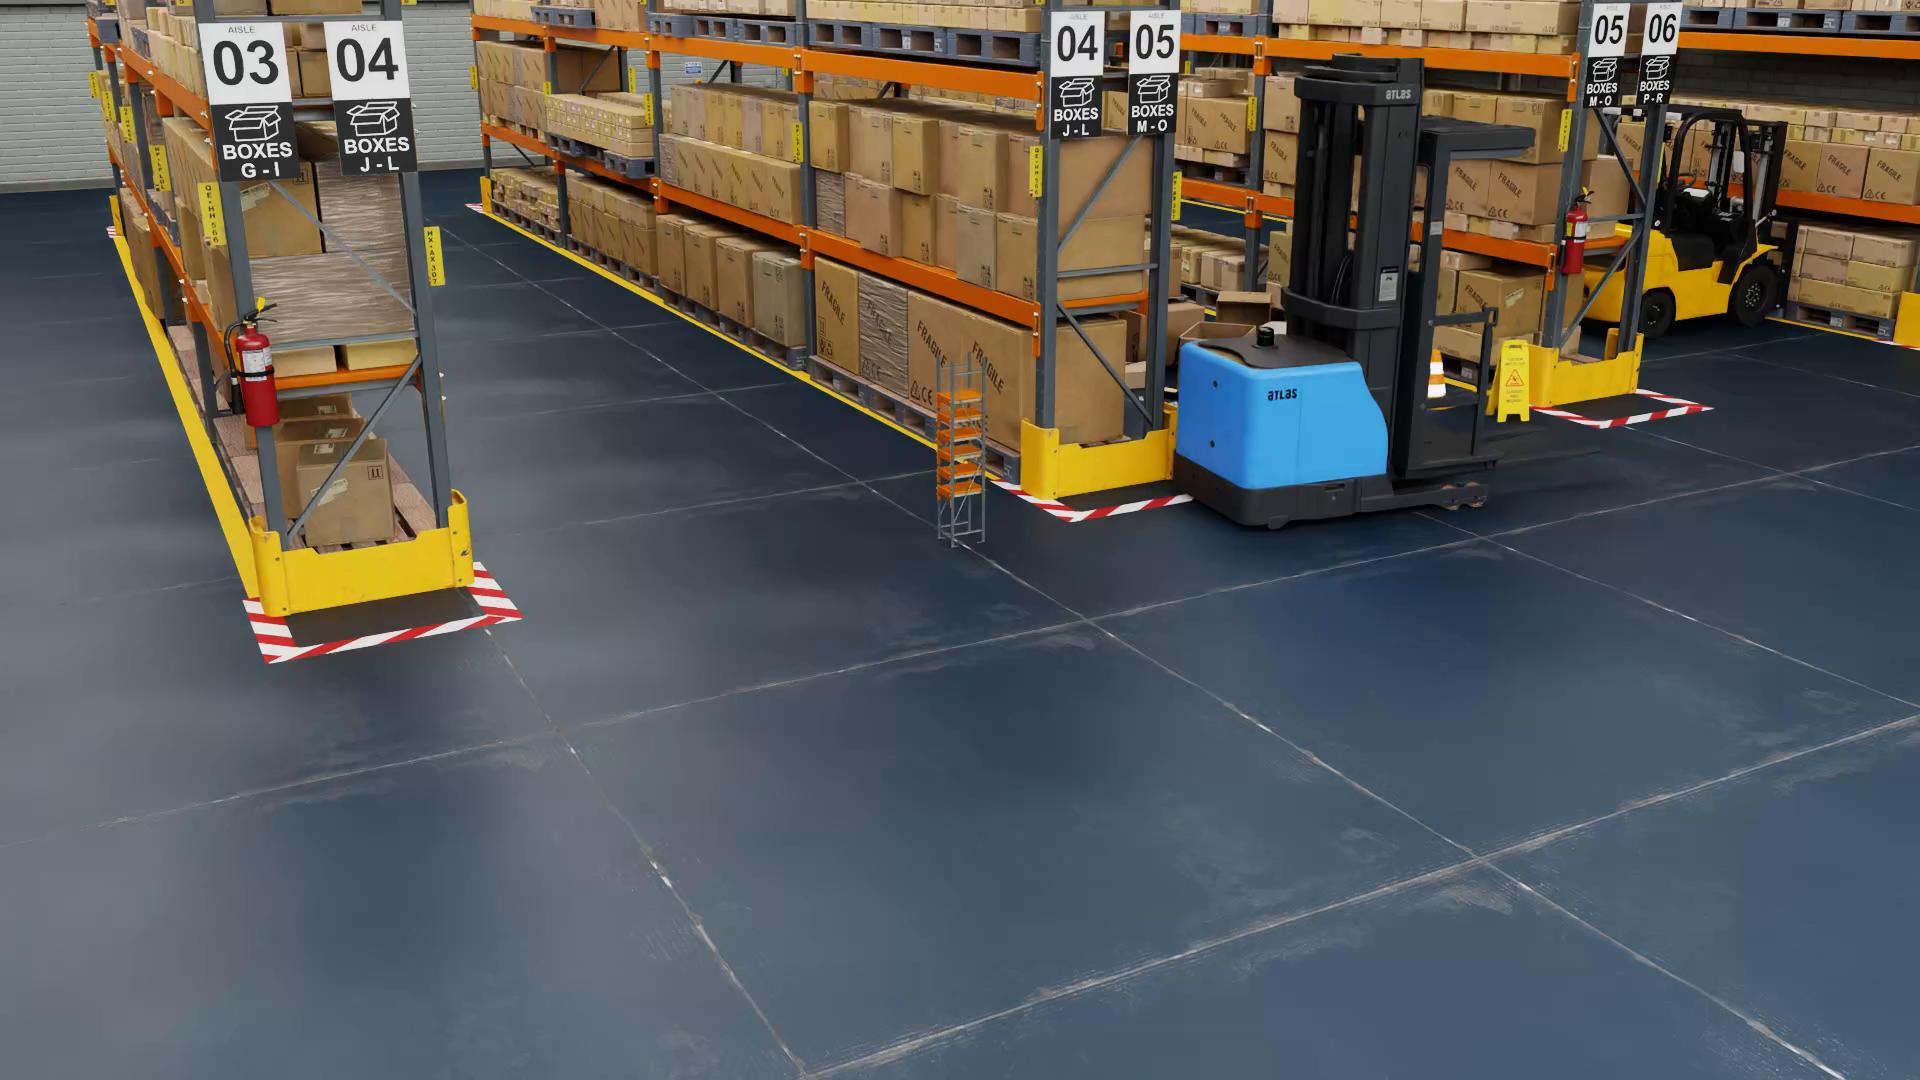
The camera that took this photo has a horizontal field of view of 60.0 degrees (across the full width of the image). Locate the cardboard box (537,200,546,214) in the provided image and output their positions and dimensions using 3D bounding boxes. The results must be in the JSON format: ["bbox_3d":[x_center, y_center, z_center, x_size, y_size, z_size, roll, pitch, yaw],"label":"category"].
[{"bbox_3d":[-5.425,-4.461,22.231,0.380,0.149,0.250,-11,22,-29],"label":"cardboard box"}]

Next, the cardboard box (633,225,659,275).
[{"bbox_3d":[-3.357,-3.295,18.770,0.500,0.500,0.500,-10,21,-27],"label":"cardboard box"}]

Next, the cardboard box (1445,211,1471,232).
[{"bbox_3d":[4.458,-2.786,14.492,0.380,0.149,0.250,-10,21,-26],"label":"cardboard box"}]

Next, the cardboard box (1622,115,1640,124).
[{"bbox_3d":[7.680,-4.769,18.705,0.380,0.149,0.250,-10,22,-28],"label":"cardboard box"}]

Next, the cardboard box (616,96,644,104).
[{"bbox_3d":[-3.977,-5.327,20.300,0.380,0.149,0.250,-10,21,-27],"label":"cardboard box"}]

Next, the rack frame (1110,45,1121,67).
[{"bbox_3d":[1.494,-4.925,20.307,1.000,3.000,0.127,-10,21,-27],"label":"rack frame"}]

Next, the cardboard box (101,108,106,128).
[{"bbox_3d":[-11.036,-5.577,21.969,0.500,0.250,0.500,-11,22,-28],"label":"cardboard box"}]

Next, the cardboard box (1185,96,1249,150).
[{"bbox_3d":[2.736,-4.403,17.539,0.500,0.500,0.500,-10,21,-26],"label":"cardboard box"}]

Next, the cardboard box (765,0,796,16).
[{"bbox_3d":[-1.391,-4.752,14.639,0.500,0.250,0.500,-10,21,-26],"label":"cardboard box"}]

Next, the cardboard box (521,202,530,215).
[{"bbox_3d":[-5.900,-4.635,23.192,0.380,0.149,0.250,-10,21,-27],"label":"cardboard box"}]

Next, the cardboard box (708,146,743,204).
[{"bbox_3d":[-2.121,-3.573,16.233,0.500,0.500,0.500,-10,22,-27],"label":"cardboard box"}]

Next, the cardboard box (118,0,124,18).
[{"bbox_3d":[-6.993,-4.771,14.341,0.500,0.500,0.500,-10,21,-26],"label":"cardboard box"}]

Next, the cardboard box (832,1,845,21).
[{"bbox_3d":[-0.799,-4.223,13.262,0.380,0.149,0.250,-10,21,-27],"label":"cardboard box"}]

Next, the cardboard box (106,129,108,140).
[{"bbox_3d":[-11.025,-5.342,21.899,0.380,0.149,0.250,-10,22,-27],"label":"cardboard box"}]

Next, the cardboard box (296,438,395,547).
[{"bbox_3d":[-3.710,-0.293,10.069,0.500,0.500,0.500,-6,20,-17],"label":"cardboard box"}]

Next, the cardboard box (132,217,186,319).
[{"bbox_3d":[-7.537,-2.786,16.720,1.225,0.875,0.875,-11,22,-29],"label":"cardboard box"}]

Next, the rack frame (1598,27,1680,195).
[{"bbox_3d":[7.760,-4.547,19.211,1.000,3.000,0.127,-10,21,-27],"label":"rack frame"}]

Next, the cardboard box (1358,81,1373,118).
[{"bbox_3d":[3.850,-3.980,15.423,0.700,0.500,0.500,-11,22,-28],"label":"cardboard box"}]

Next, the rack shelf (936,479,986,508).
[{"bbox_3d":[0.007,-0.294,10.516,0.258,0.103,0.180,-10,21,-27],"label":"rack shelf"}]

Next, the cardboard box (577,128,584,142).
[{"bbox_3d":[-4.306,-4.799,19.683,0.380,0.149,0.250,-10,22,-28],"label":"cardboard box"}]

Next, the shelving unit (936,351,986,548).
[{"bbox_3d":[0.007,-0.563,10.424,0.258,1.200,0.189,-10,21,-27],"label":"shelving unit"}]

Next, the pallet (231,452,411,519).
[{"bbox_3d":[-4.394,-0.386,11.427,1.003,0.211,1.213,-10,21,-27],"label":"pallet"}]

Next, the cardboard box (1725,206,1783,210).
[{"bbox_3d":[8.646,-3.517,18.263,0.500,0.250,0.500,-10,21,-26],"label":"cardboard box"}]

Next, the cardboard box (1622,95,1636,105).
[{"bbox_3d":[7.651,-4.904,18.642,0.380,0.149,0.250,-10,21,-26],"label":"cardboard box"}]

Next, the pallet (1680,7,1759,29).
[{"bbox_3d":[8.188,-5.682,18.038,1.003,0.211,1.213,-10,21,-27],"label":"pallet"}]

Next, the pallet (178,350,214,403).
[{"bbox_3d":[-6.282,-1.498,14.649,1.003,0.211,1.213,-10,21,-27],"label":"pallet"}]

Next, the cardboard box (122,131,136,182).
[{"bbox_3d":[-8.651,-4.127,17.841,0.500,0.500,0.500,-11,22,-28],"label":"cardboard box"}]

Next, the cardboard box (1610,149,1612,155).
[{"bbox_3d":[7.291,-4.580,19.537,0.500,0.250,0.500,-9,21,-25],"label":"cardboard box"}]

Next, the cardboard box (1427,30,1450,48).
[{"bbox_3d":[4.294,-4.359,14.452,0.380,0.149,0.250,-11,22,-28],"label":"cardboard box"}]

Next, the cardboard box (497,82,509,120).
[{"bbox_3d":[-6.145,-6.150,23.247,0.500,0.500,0.500,-10,21,-26],"label":"cardboard box"}]

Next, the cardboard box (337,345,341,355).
[{"bbox_3d":[-3.456,-1.169,9.805,0.380,0.149,0.250,-10,21,-27],"label":"cardboard box"}]

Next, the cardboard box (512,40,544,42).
[{"bbox_3d":[-6.177,-6.994,24.159,0.500,0.500,0.500,-10,22,-28],"label":"cardboard box"}]

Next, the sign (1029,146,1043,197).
[{"bbox_3d":[0.501,-2.412,10.886,0.100,0.325,0.005,-10,21,-27],"label":"sign"}]

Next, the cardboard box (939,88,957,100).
[{"bbox_3d":[0.053,-6.137,22.131,0.500,0.500,0.500,-11,22,-28],"label":"cardboard box"}]

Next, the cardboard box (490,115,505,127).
[{"bbox_3d":[-6.510,-6.012,23.840,0.380,0.149,0.250,-11,22,-28],"label":"cardboard box"}]

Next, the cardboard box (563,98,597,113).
[{"bbox_3d":[-4.558,-5.230,20.017,0.380,0.149,0.250,-10,22,-27],"label":"cardboard box"}]

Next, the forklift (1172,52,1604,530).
[{"bbox_3d":[3.041,-1.738,11.174,3.031,2.935,1.130,-7,20,-20],"label":"forklift"}]

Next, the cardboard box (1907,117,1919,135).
[{"bbox_3d":[9.304,-3.964,15.916,0.380,0.149,0.250,-10,21,-27],"label":"cardboard box"}]

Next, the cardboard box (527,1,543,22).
[{"bbox_3d":[-5.184,-6.724,21.151,0.500,0.250,0.500,-9,21,-25],"label":"cardboard box"}]

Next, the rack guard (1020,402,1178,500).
[{"bbox_3d":[0.996,-0.645,11.733,1.175,0.500,0.348,-10,21,-27],"label":"rack guard"}]

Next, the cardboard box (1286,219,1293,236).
[{"bbox_3d":[3.443,-3.081,16.388,0.380,0.149,0.250,-10,21,-26],"label":"cardboard box"}]

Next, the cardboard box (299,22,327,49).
[{"bbox_3d":[-3.356,-2.744,9.006,0.380,0.149,0.250,-10,21,-27],"label":"cardboard box"}]

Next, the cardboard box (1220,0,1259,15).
[{"bbox_3d":[2.989,-5.468,16.867,0.500,0.250,0.500,-10,22,-28],"label":"cardboard box"}]

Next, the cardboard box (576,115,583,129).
[{"bbox_3d":[-4.304,-4.938,19.629,0.380,0.149,0.250,-10,22,-28],"label":"cardboard box"}]

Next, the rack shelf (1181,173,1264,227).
[{"bbox_3d":[2.444,-4.011,18.760,1.077,0.370,4.000,-10,21,-27],"label":"rack shelf"}]

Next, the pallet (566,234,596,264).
[{"bbox_3d":[-4.343,-3.737,21.136,1.003,0.211,1.213,-10,21,-27],"label":"pallet"}]

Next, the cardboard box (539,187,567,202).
[{"bbox_3d":[-5.392,-4.609,22.206,0.380,0.149,0.250,-10,22,-27],"label":"cardboard box"}]

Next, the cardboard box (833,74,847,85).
[{"bbox_3d":[-1.587,-7.123,24.990,0.500,0.500,0.500,-10,21,-26],"label":"cardboard box"}]

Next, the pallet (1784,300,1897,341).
[{"bbox_3d":[9.260,-2.294,16.955,1.003,0.211,1.213,-10,21,-27],"label":"pallet"}]

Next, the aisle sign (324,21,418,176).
[{"bbox_3d":[-3.135,-2.352,8.862,0.394,0.787,0.004,-10,21,-27],"label":"aisle sign"}]

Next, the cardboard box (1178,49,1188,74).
[{"bbox_3d":[3.488,-7.737,27.078,0.500,0.500,0.500,-11,22,-28],"label":"cardboard box"}]

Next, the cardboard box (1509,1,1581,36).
[{"bbox_3d":[4.813,-4.222,13.443,0.500,0.250,0.500,-10,22,-27],"label":"cardboard box"}]

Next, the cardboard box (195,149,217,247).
[{"bbox_3d":[-4.149,-2.017,9.735,0.500,0.500,0.500,-10,21,-27],"label":"cardboard box"}]

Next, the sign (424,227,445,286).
[{"bbox_3d":[-2.951,-1.587,9.306,0.100,0.325,0.005,-10,21,-27],"label":"sign"}]

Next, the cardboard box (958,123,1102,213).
[{"bbox_3d":[0.500,-2.671,11.887,0.875,0.550,0.550,-10,21,-27],"label":"cardboard box"}]

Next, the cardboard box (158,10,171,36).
[{"bbox_3d":[-4.944,-3.336,10.721,0.380,0.149,0.250,-10,22,-28],"label":"cardboard box"}]
